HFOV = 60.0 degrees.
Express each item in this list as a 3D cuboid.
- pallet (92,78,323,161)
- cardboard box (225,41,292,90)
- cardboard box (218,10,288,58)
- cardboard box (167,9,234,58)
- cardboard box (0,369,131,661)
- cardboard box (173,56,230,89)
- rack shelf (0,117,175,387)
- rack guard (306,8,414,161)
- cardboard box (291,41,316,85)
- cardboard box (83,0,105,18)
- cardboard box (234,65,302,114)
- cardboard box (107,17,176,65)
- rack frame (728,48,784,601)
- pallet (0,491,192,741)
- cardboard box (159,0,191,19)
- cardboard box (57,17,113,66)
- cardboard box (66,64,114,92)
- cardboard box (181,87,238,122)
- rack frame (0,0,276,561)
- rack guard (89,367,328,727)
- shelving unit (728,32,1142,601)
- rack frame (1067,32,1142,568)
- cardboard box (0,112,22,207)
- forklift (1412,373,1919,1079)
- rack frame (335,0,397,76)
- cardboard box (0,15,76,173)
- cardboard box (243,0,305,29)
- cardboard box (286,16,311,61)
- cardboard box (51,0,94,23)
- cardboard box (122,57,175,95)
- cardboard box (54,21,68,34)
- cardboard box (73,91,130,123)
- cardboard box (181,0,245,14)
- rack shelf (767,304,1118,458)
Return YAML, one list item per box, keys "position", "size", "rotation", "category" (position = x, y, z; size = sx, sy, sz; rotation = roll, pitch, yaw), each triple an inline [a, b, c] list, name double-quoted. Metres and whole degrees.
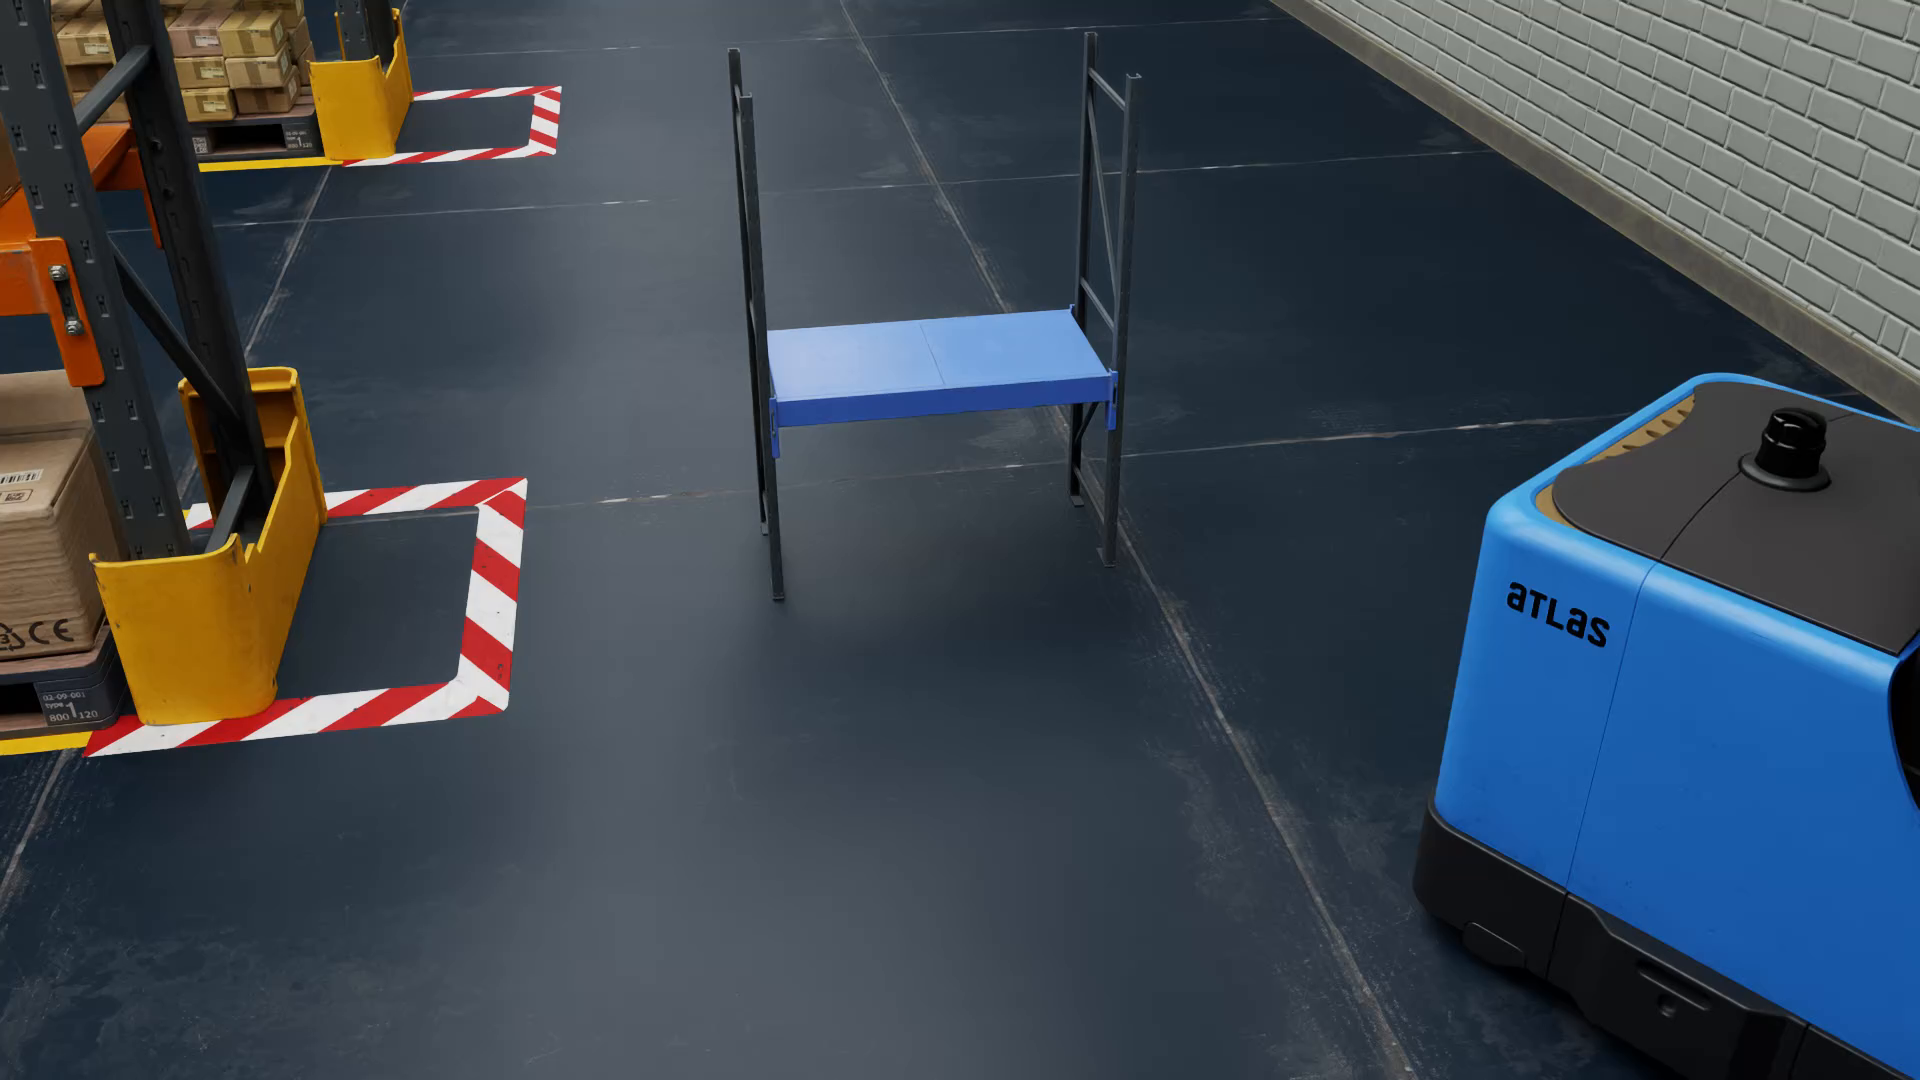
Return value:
- position: [-4.018, -2.291, 8.938]
  size: [1.213, 0.211, 1.003]
  rotation: [-5, 31, -9]
  category: "pallet"
- position: [-3.606, -2.447, 8.556]
  size: [0.250, 0.149, 0.380]
  rotation: [-6, 31, -10]
  category: "cardboard box"
- position: [-3.613, -2.591, 8.508]
  size: [0.250, 0.149, 0.380]
  rotation: [-5, 31, -8]
  category: "cardboard box"
- position: [-3.871, -2.596, 8.518]
  size: [0.250, 0.149, 0.380]
  rotation: [-5, 31, -8]
  category: "cardboard box"
- position: [-2.778, -0.064, 4.514]
  size: [0.875, 0.438, 0.875]
  rotation: [-6, 31, -11]
  category: "cardboard box"
- position: [-3.873, -2.450, 8.562]
  size: [0.250, 0.149, 0.380]
  rotation: [-6, 31, -10]
  category: "cardboard box"
- position: [-4.114, -0.605, 4.030]
  size: [4.000, 0.370, 1.077]
  rotation: [-5, 31, -9]
  category: "rack shelf"
- position: [-3.213, -2.472, 8.961]
  size: [0.348, 0.500, 1.175]
  rotation: [-5, 31, -9]
  category: "rack guard"
- position: [-3.711, -2.621, 9.146]
  size: [0.250, 0.149, 0.380]
  rotation: [-5, 31, -8]
  category: "cardboard box"
- position: [-4.464, -2.779, 8.828]
  size: [0.250, 0.149, 0.380]
  rotation: [-7, 31, -11]
  category: "cardboard box"
- position: [-3.618, -2.357, 8.697]
  size: [0.250, 0.149, 0.380]
  rotation: [-5, 31, -8]
  category: "cardboard box"
- position: [-4.102, -2.509, 8.370]
  size: [0.250, 0.149, 0.380]
  rotation: [-6, 31, -10]
  category: "cardboard box"
- position: [-0.584, -0.592, 4.778]
  size: [0.032, 1.500, 0.500]
  rotation: [-5, 31, -9]
  category: "rack frame"
- position: [-2.919, 0.216, 4.674]
  size: [1.213, 0.211, 1.003]
  rotation: [-5, 31, -9]
  category: "pallet"
- position: [-4.235, -2.843, 8.936]
  size: [0.250, 0.149, 0.380]
  rotation: [-5, 31, -9]
  category: "cardboard box"
- position: [-4.369, -2.517, 8.383]
  size: [0.250, 0.149, 0.380]
  rotation: [-7, 31, -11]
  category: "cardboard box"
- position: [-4.399, -2.425, 8.520]
  size: [0.250, 0.149, 0.380]
  rotation: [-6, 31, -10]
  category: "cardboard box"
- position: [-3.853, -2.283, 8.571]
  size: [0.250, 0.149, 0.380]
  rotation: [-4, 31, -7]
  category: "cardboard box"
- position: [-2.147, -1.098, 4.158]
  size: [0.127, 3.000, 1.000]
  rotation: [-5, 31, -9]
  category: "rack frame"
- position: [-2.123, -0.023, 4.795]
  size: [0.348, 0.500, 1.175]
  rotation: [-5, 31, -9]
  category: "rack guard"
- position: [-0.084, -0.639, 4.857]
  size: [1.048, 1.500, 0.538]
  rotation: [-5, 31, -9]
  category: "shelving unit"
- position: [0.416, -0.685, 4.936]
  size: [0.032, 1.500, 0.500]
  rotation: [-5, 31, -9]
  category: "rack frame"
- position: [-2.574, -0.965, 3.833]
  size: [0.500, 0.500, 0.500]
  rotation: [-5, 31, -9]
  category: "cardboard box"
- position: [2.402, -0.034, 2.416]
  size: [1.130, 2.935, 3.031]
  rotation: [-26, 39, -36]
  category: "forklift"
- position: [-3.138, -3.557, 8.340]
  size: [0.127, 3.000, 1.000]
  rotation: [-5, 31, -9]
  category: "rack frame"
- position: [-2.671, -1.240, 4.302]
  size: [0.500, 0.500, 0.500]
  rotation: [-6, 31, -9]
  category: "cardboard box"
- position: [-3.715, -2.887, 9.012]
  size: [0.250, 0.149, 0.380]
  rotation: [-7, 31, -11]
  category: "cardboard box"
- position: [-3.700, -2.717, 9.017]
  size: [0.250, 0.149, 0.380]
  rotation: [-4, 31, -7]
  category: "cardboard box"
- position: [-4.739, -2.758, 8.793]
  size: [0.250, 0.149, 0.380]
  rotation: [-4, 31, -7]
  category: "cardboard box"
- position: [-4.117, -2.398, 8.474]
  size: [0.250, 0.149, 0.380]
  rotation: [-7, 31, -11]
  category: "cardboard box"
- position: [-4.623, -2.465, 8.294]
  size: [0.250, 0.149, 0.380]
  rotation: [-4, 31, -7]
  category: "cardboard box"
- position: [-4.369, -2.273, 8.554]
  size: [0.250, 0.149, 0.380]
  rotation: [-5, 31, -8]
  category: "cardboard box"
- position: [-3.964, -2.802, 8.867]
  size: [0.250, 0.149, 0.380]
  rotation: [-5, 31, -8]
  category: "cardboard box"
- position: [-0.084, -0.484, 4.948]
  size: [1.000, 0.185, 0.538]
  rotation: [-5, 31, -9]
  category: "rack shelf"
